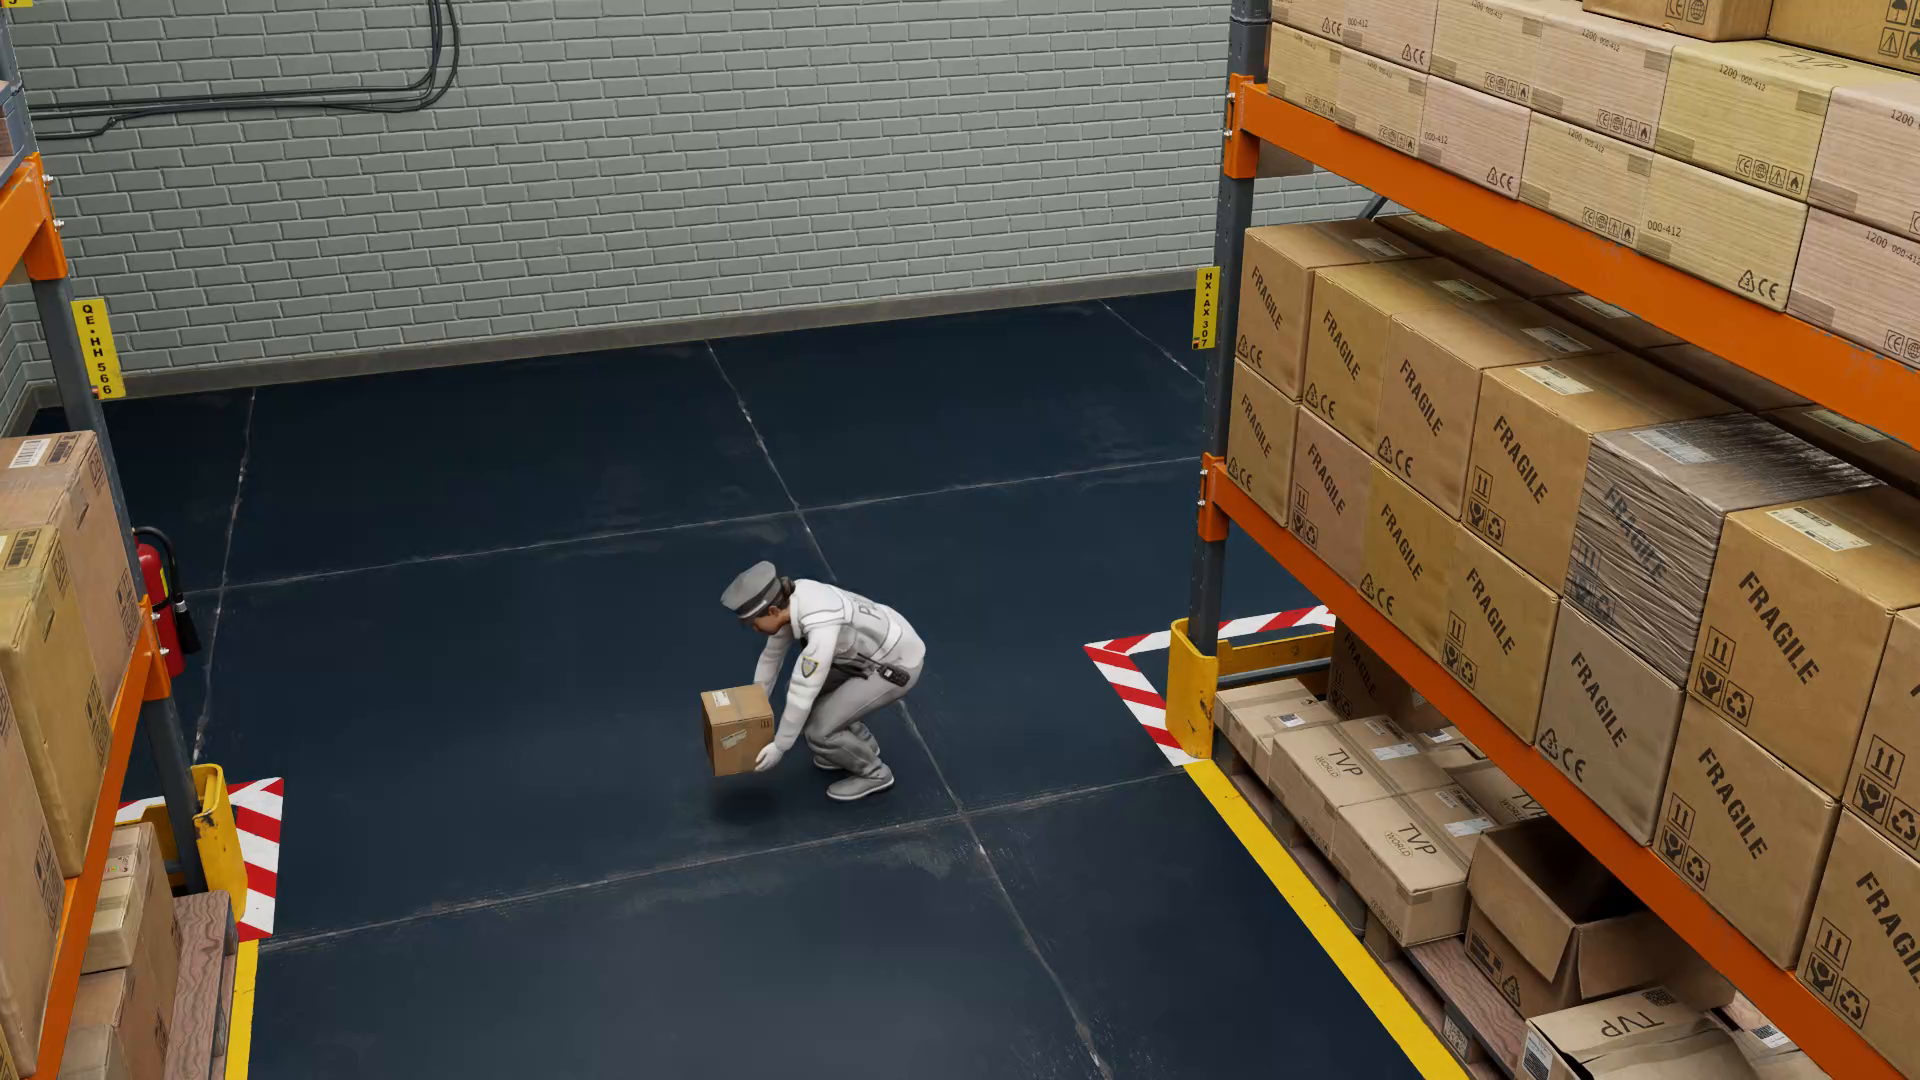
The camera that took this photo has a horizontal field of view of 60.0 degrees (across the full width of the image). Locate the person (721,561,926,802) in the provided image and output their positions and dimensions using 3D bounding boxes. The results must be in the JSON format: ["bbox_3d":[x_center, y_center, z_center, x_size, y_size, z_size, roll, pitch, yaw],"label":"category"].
[{"bbox_3d":[-0.538,0.544,6.691,0.815,1.073,0.504,-8,28,-16],"label":"person"}]
